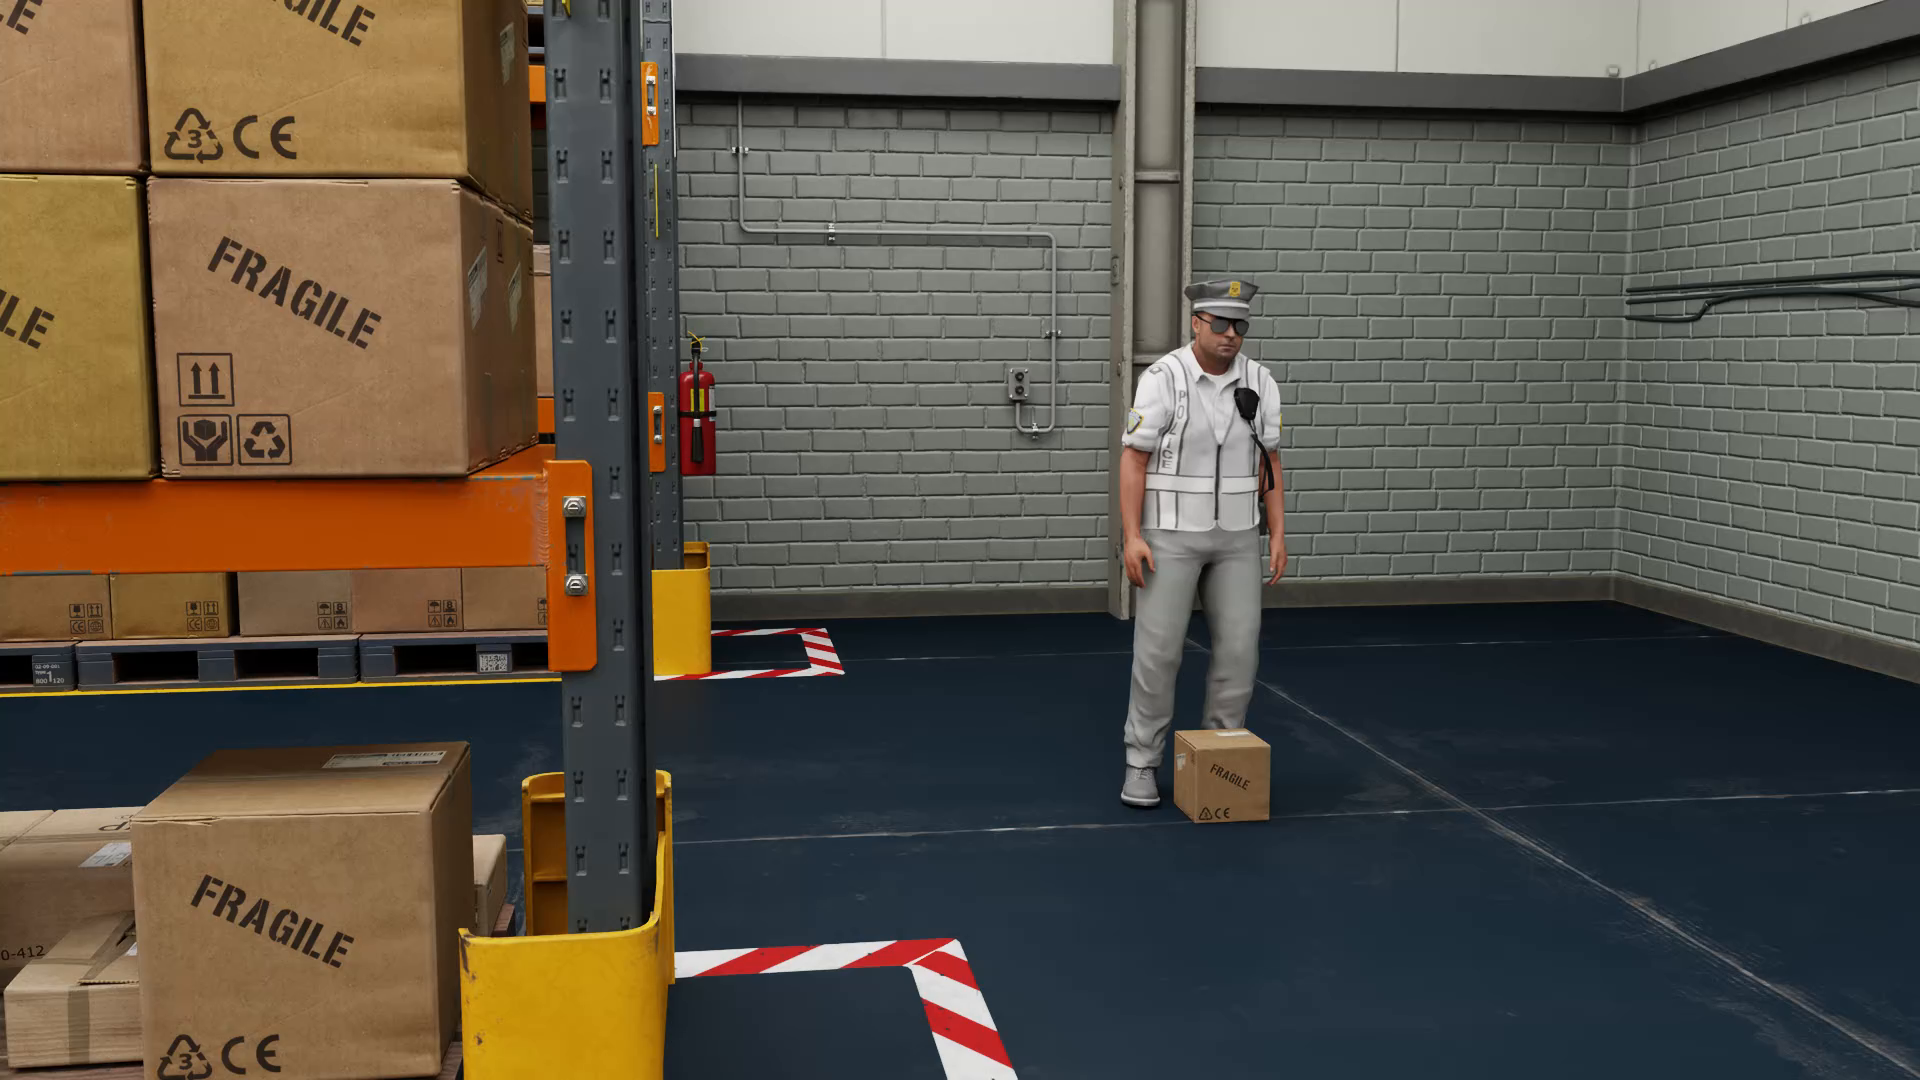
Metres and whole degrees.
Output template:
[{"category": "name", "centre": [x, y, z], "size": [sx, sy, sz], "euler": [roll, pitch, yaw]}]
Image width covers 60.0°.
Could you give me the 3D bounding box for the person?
[{"category": "person", "centre": [0.824, 0.002, 5.656], "size": [0.606, 1.749, 0.473], "euler": [-1, 7, -12]}]
